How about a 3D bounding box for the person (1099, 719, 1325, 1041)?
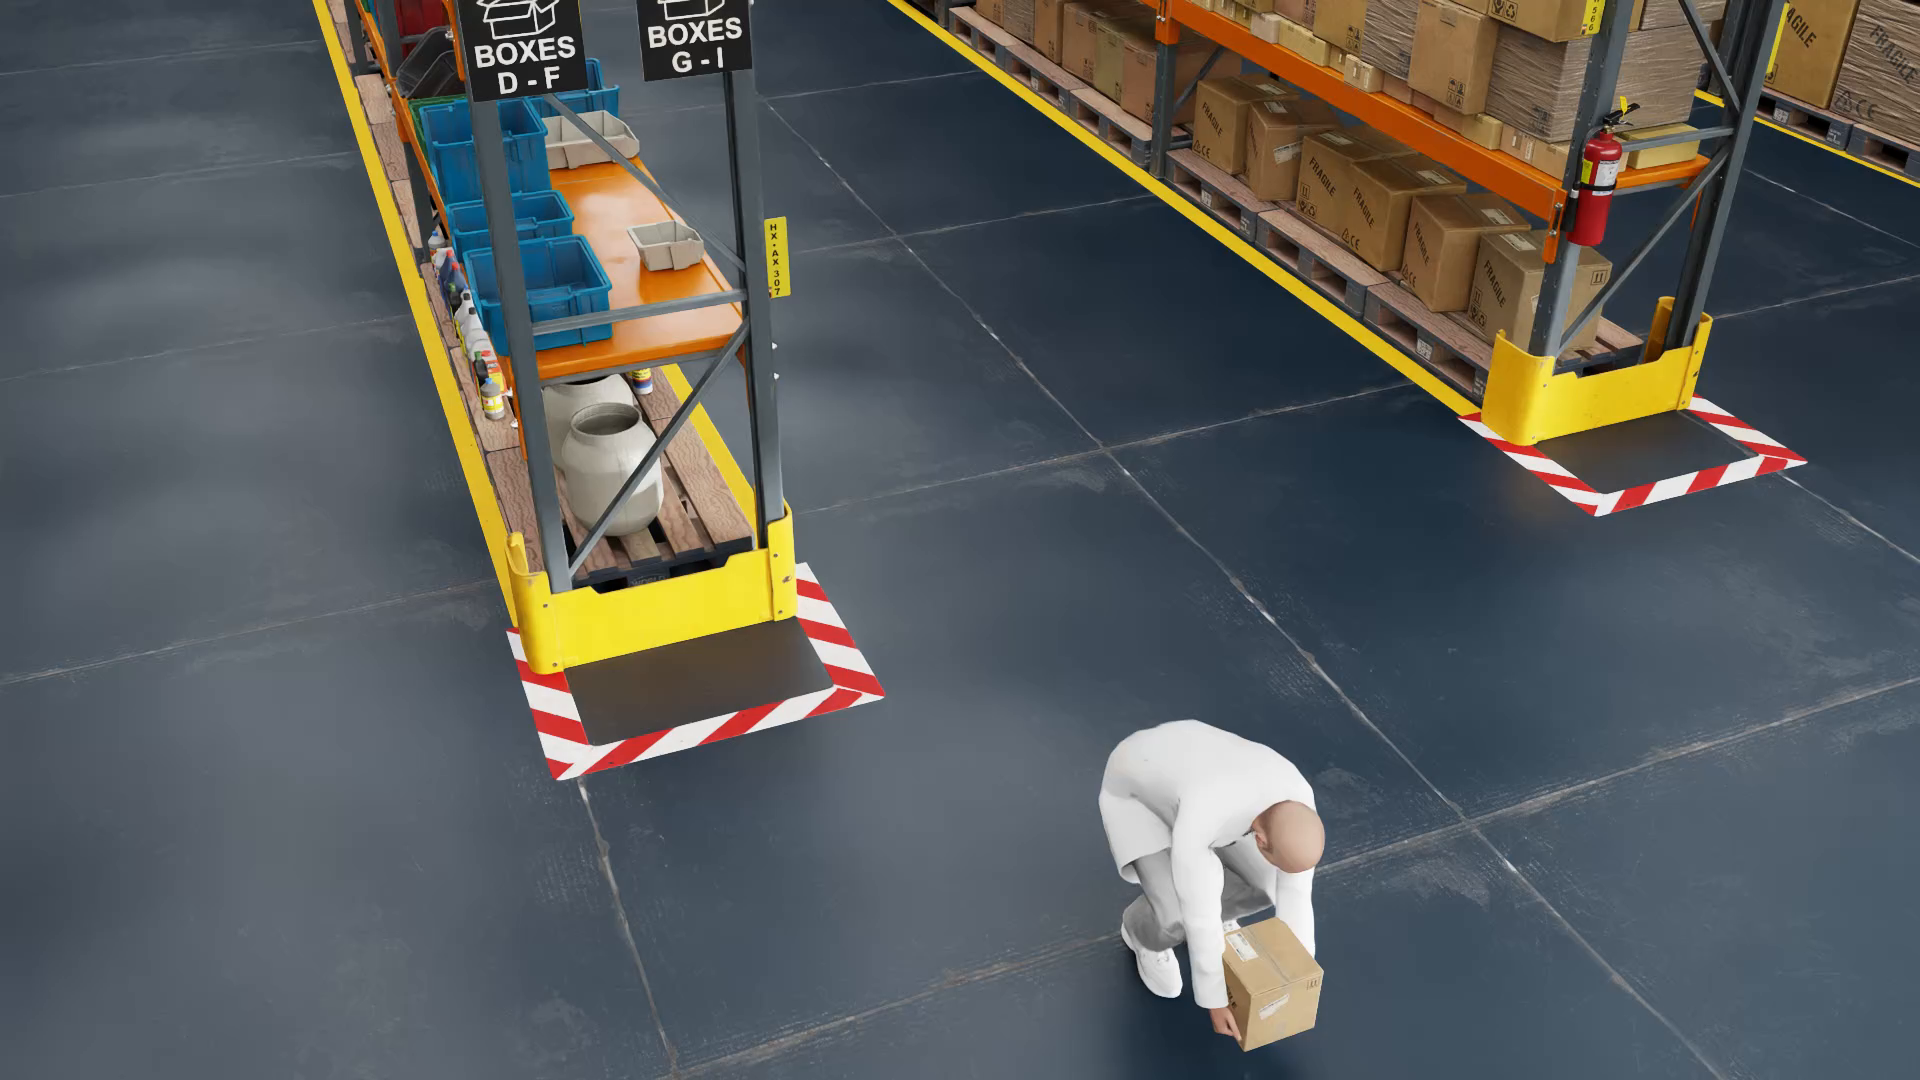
[{"bbox_3d":[0.798,1.029,5.283,0.585,1.003,0.939,-14,36,-20],"label":"person"}]
